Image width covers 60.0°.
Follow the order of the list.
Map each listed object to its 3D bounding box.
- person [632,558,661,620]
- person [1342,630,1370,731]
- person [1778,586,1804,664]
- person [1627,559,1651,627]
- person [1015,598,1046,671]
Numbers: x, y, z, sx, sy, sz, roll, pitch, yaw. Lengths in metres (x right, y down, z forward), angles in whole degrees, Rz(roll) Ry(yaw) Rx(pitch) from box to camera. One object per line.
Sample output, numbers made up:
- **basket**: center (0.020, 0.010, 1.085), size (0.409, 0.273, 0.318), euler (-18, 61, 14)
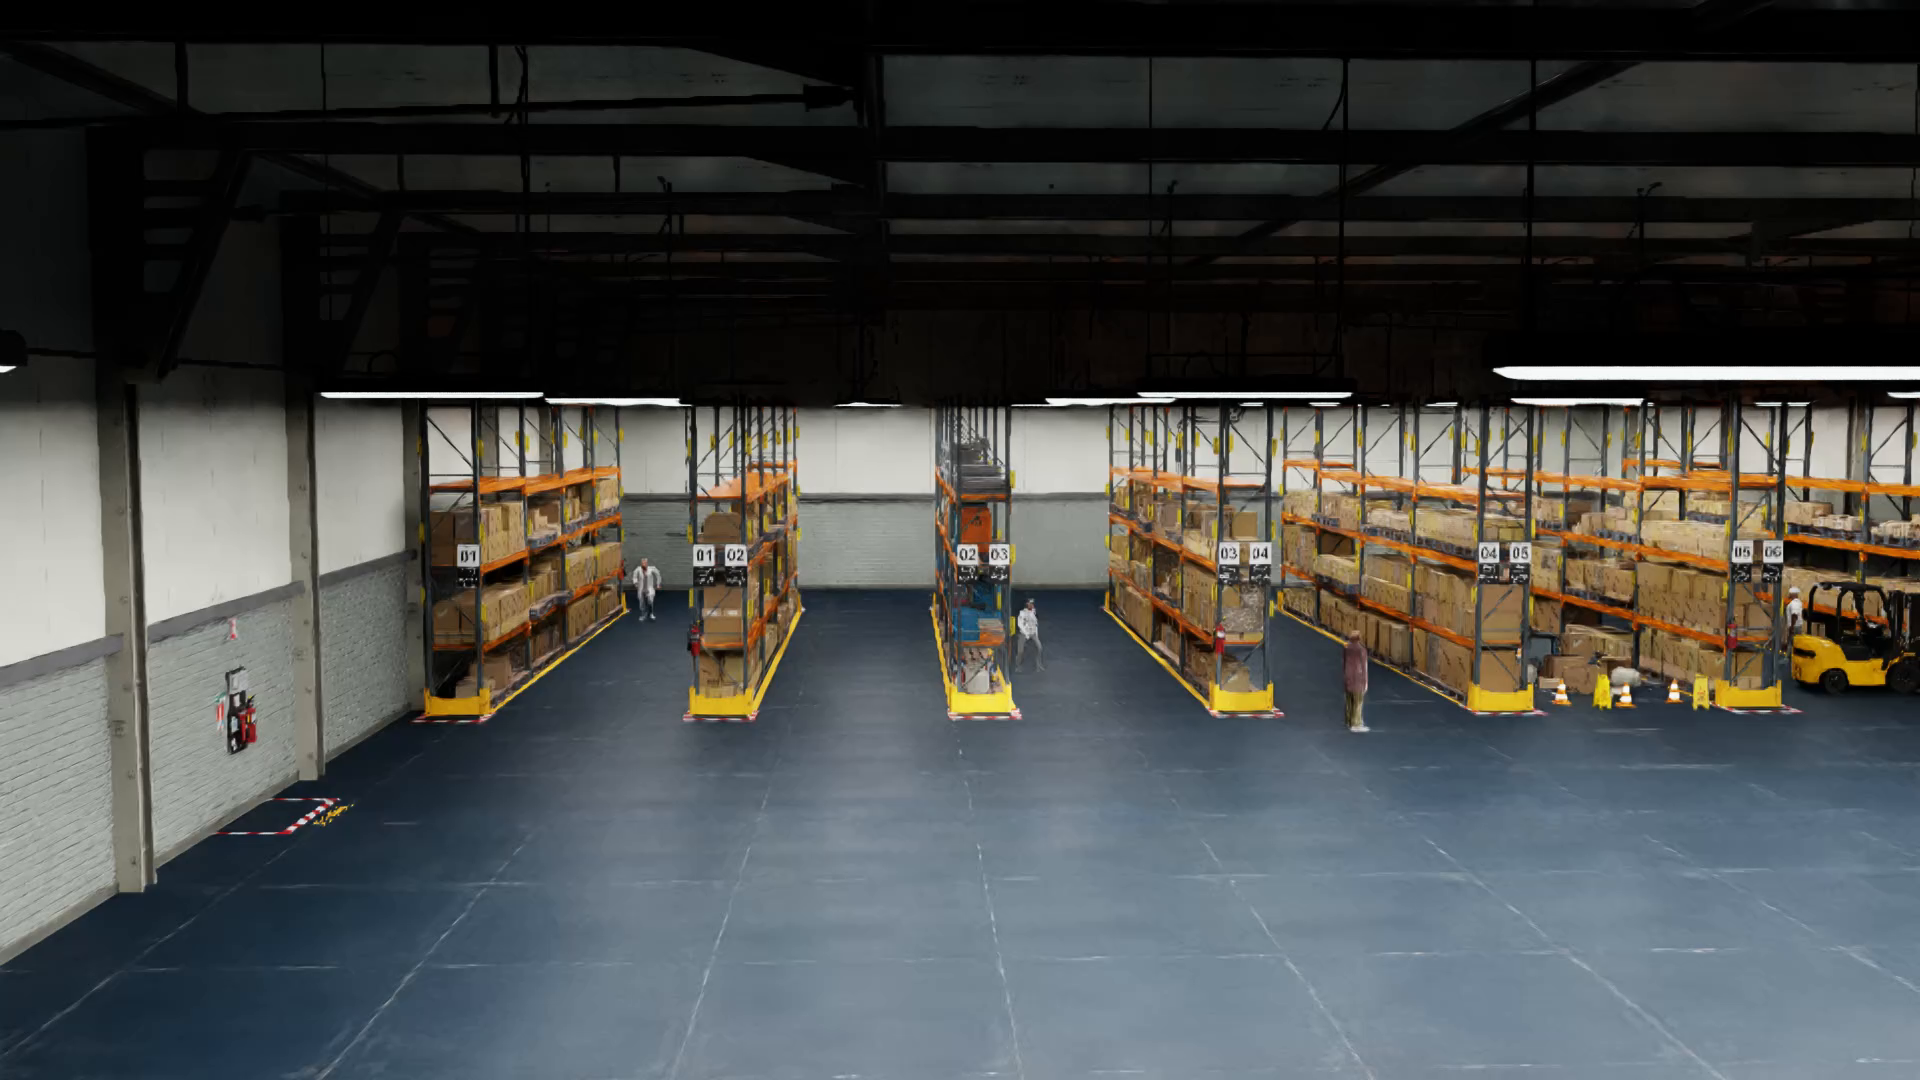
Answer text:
- **person**: center (-8.498, 1.337, 45.005), size (0.718, 1.704, 0.846), euler (0, 5, 3)
- **person**: center (7.091, 2.540, 29.696), size (0.518, 1.666, 0.635), euler (-3, 5, -30)
- **person**: center (18.557, 1.910, 37.095), size (0.579, 1.763, 0.676), euler (2, 5, 23)
- **person**: center (17.889, 1.377, 43.723), size (0.594, 1.785, 0.670), euler (1, 5, 17)
- **person**: center (1.487, 2.047, 36.289), size (0.600, 1.632, 0.700), euler (-2, 5, -25)
